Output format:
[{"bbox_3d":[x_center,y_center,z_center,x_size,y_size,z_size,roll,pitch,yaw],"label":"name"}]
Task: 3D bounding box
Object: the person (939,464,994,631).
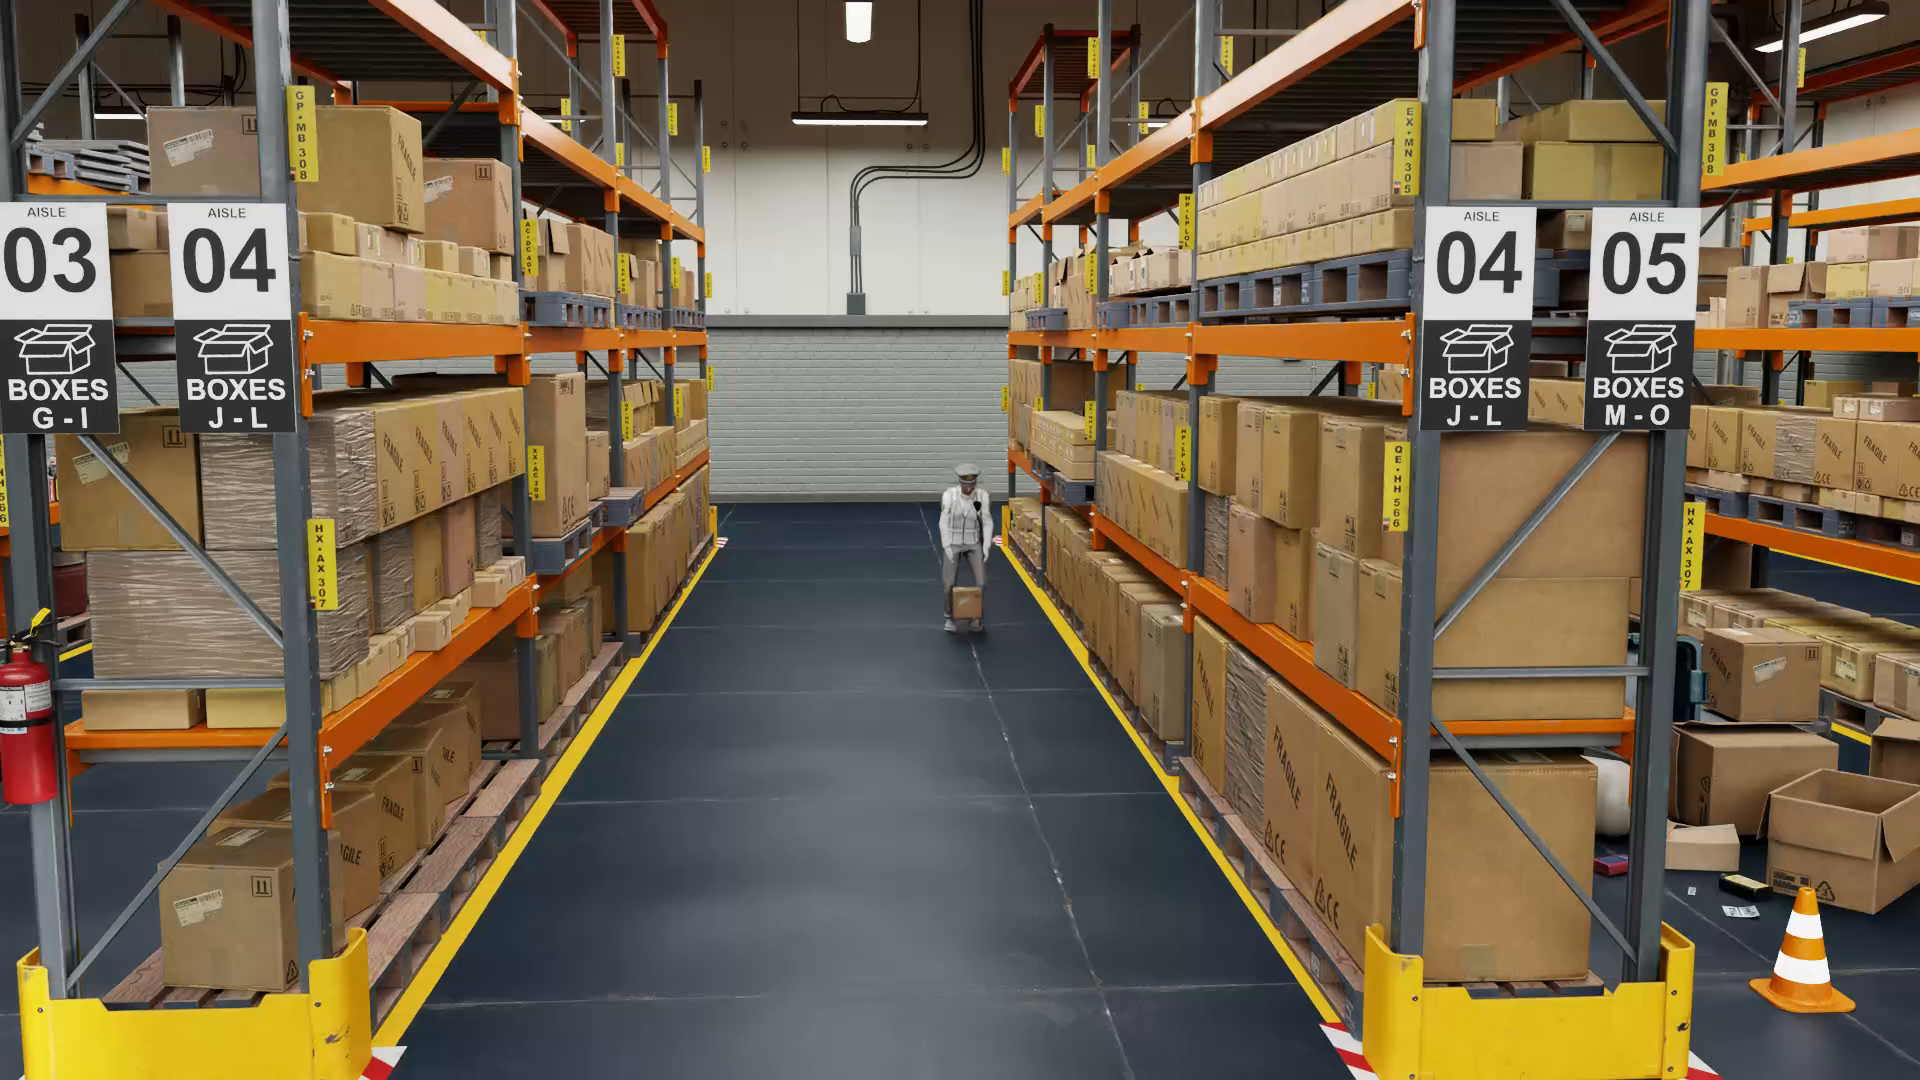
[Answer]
[{"bbox_3d":[0.061,0.071,15.589,0.516,1.576,0.526,0,7,-3],"label":"person"}]
